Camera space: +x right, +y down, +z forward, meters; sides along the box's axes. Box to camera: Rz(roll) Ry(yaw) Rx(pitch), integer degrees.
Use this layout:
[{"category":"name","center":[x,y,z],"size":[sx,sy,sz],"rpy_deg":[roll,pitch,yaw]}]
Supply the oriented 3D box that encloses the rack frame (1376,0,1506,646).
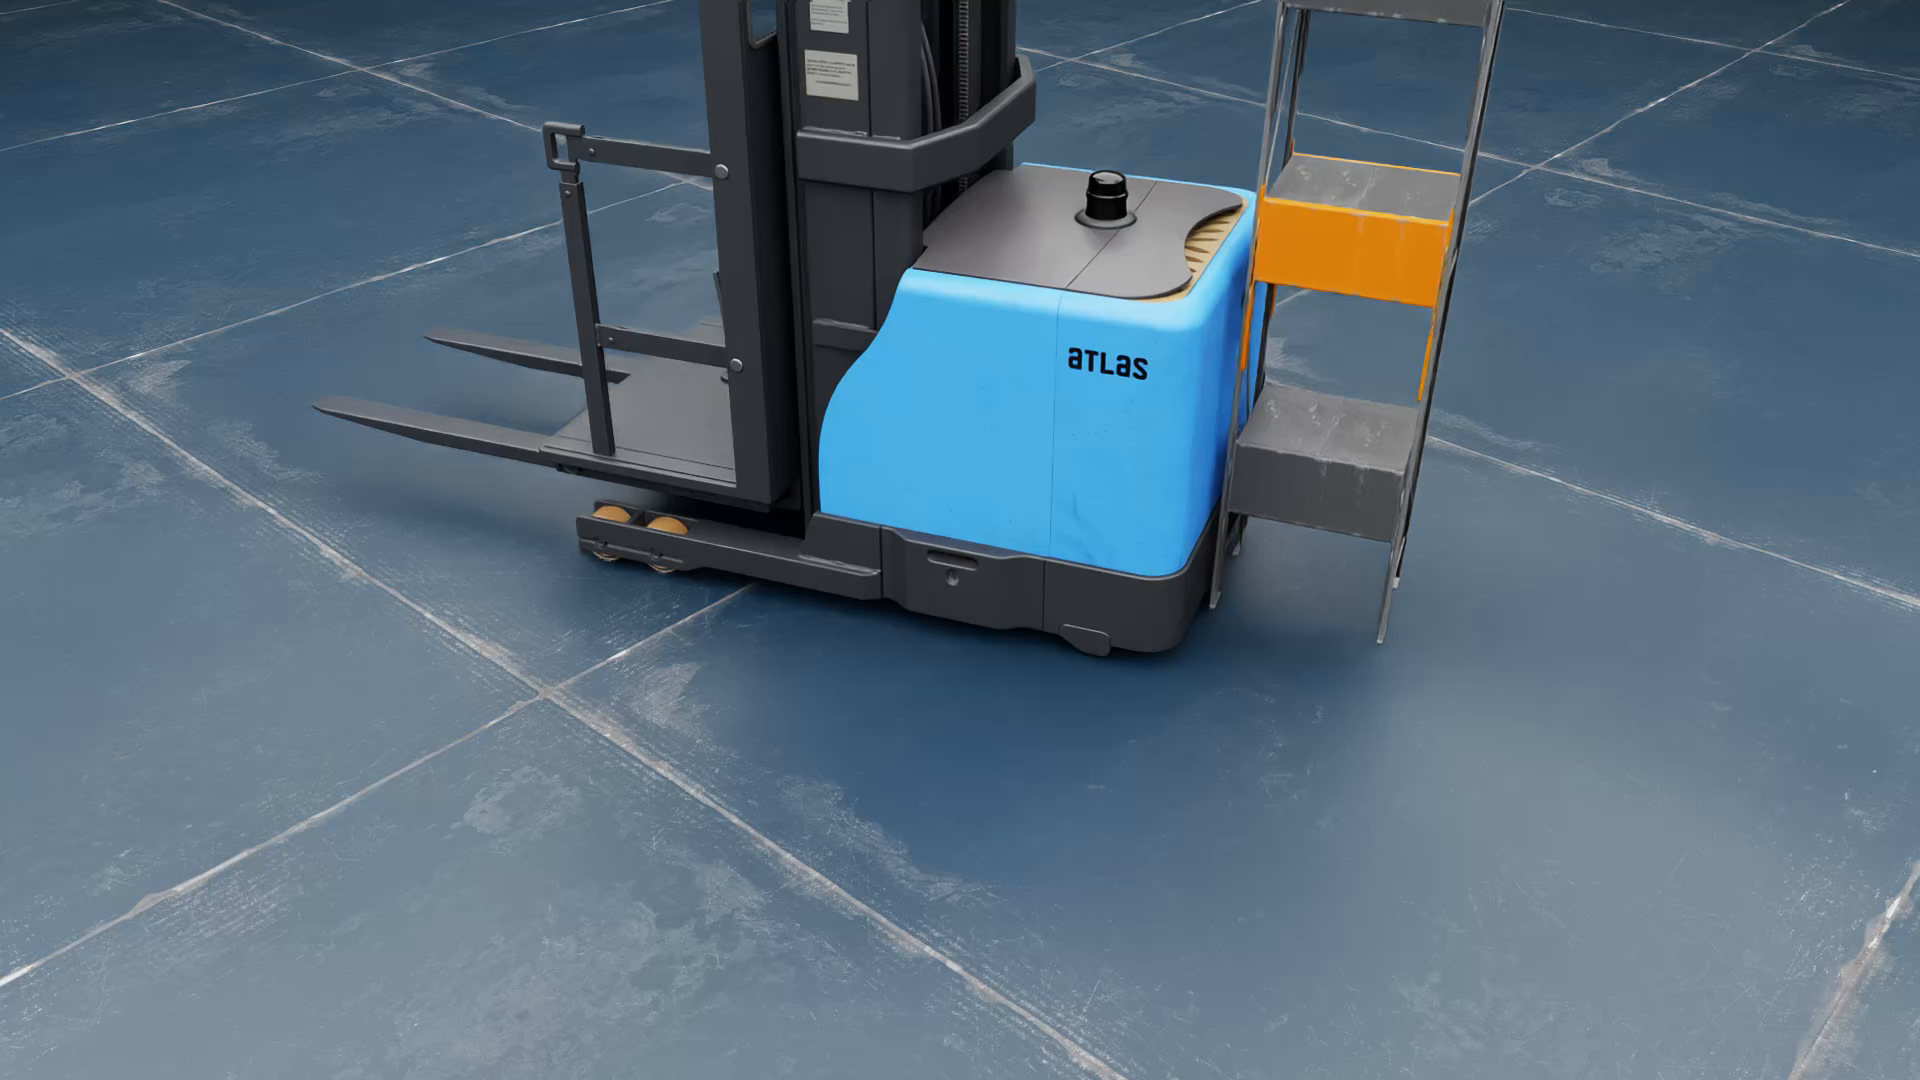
[{"category":"rack frame","center":[1.284,-0.693,4.365],"size":[0.015,2.100,0.400],"rpy_deg":[12,33,17]}]

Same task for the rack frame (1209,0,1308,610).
[{"category":"rack frame","center":[0.827,-0.788,4.506],"size":[0.015,2.100,0.400],"rpy_deg":[12,33,17]}]

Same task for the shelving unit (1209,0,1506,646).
[{"category":"shelving unit","center":[1.055,-0.740,4.435],"size":[0.503,2.100,0.431],"rpy_deg":[12,33,17]}]

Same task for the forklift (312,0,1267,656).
[{"category":"forklift","center":[-0.641,-1.398,4.730],"size":[3.031,2.935,1.130],"rpy_deg":[11,33,18]}]

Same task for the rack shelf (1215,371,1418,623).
[{"category":"rack shelf","center":[1.043,-0.131,4.807],"size":[0.480,0.518,0.431],"rpy_deg":[12,33,17]}]

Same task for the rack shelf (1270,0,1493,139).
[{"category":"rack shelf","center":[1.067,-1.326,4.078],"size":[0.480,0.518,0.431],"rpy_deg":[12,33,17]}]

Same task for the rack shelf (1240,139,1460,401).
[{"category":"rack shelf","center":[1.055,-0.729,4.442],"size":[0.480,0.518,0.431],"rpy_deg":[12,33,17]}]
